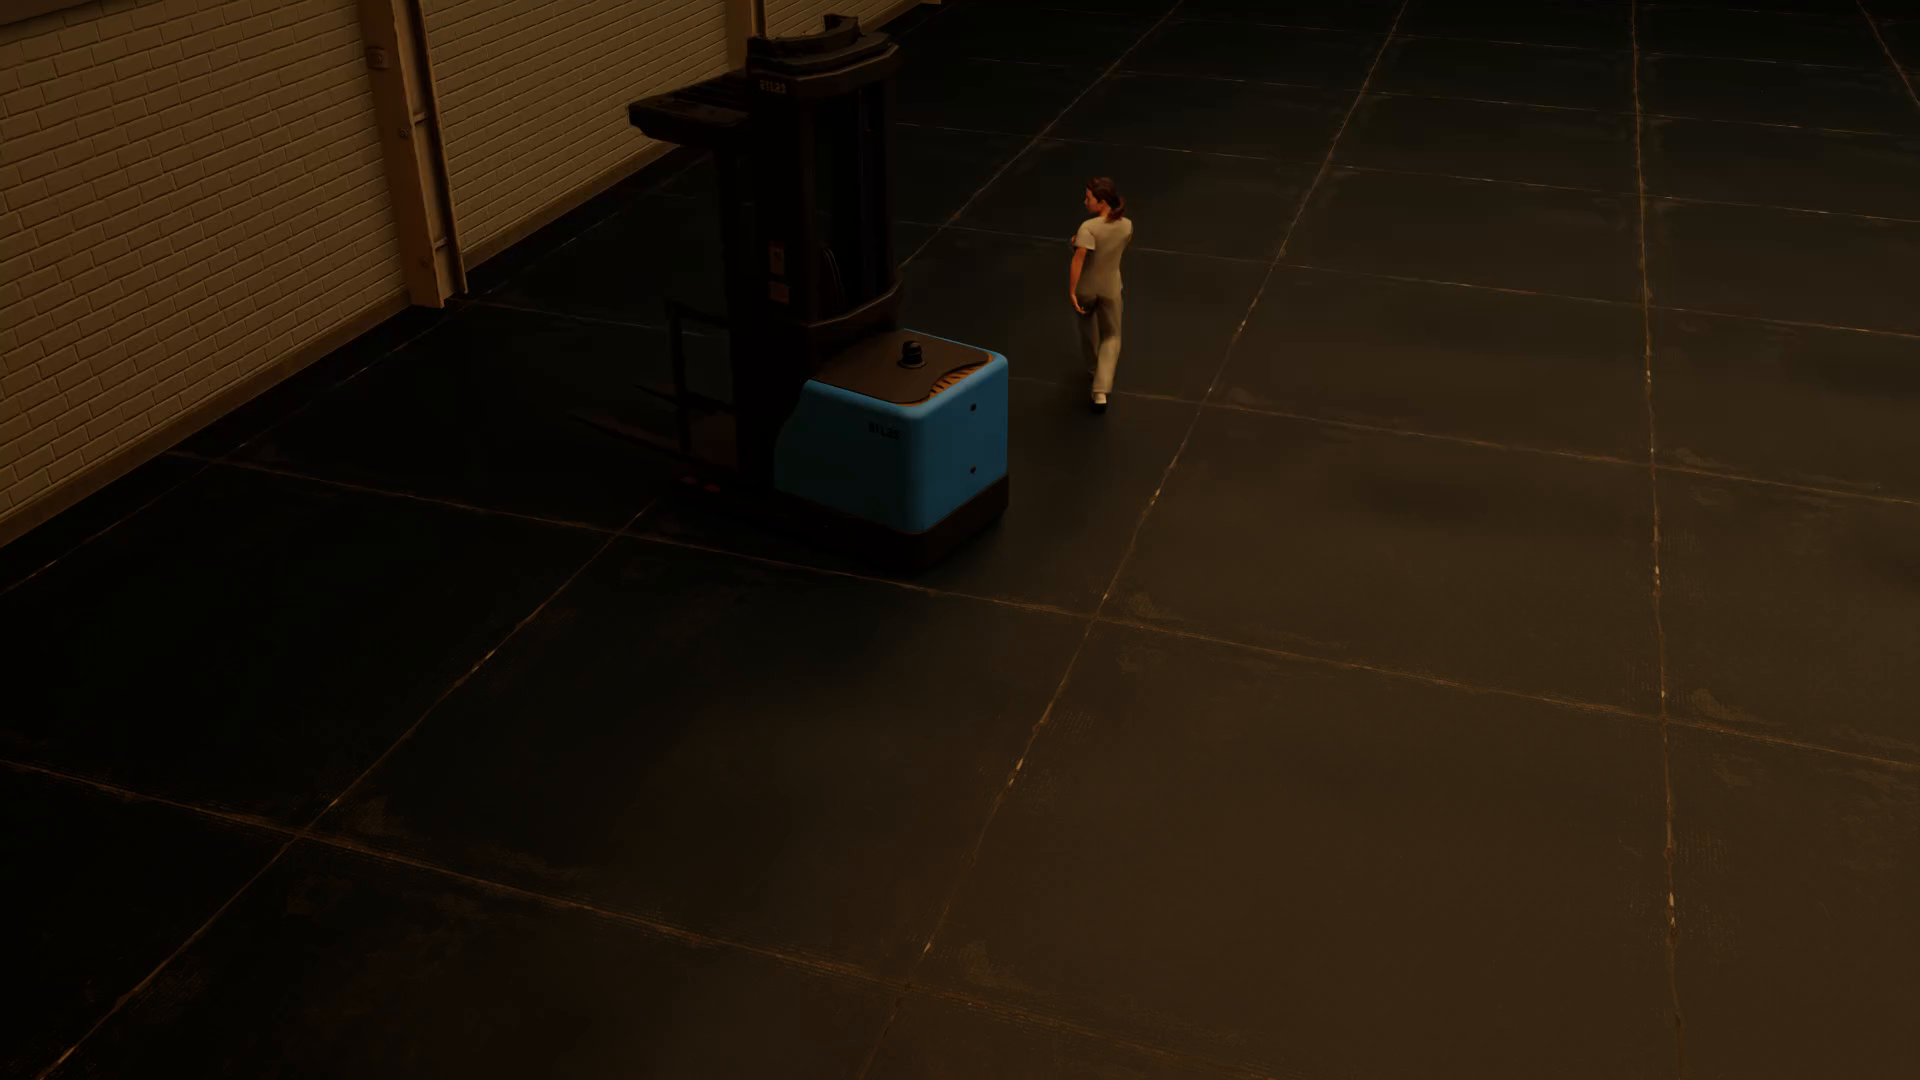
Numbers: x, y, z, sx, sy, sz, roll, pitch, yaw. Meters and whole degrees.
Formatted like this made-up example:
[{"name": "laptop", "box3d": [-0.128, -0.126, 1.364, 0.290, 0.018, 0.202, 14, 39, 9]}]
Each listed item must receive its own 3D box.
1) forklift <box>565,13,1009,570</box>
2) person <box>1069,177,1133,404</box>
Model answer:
[{"name": "forklift", "box3d": [-1.204, -1.650, 10.030, 3.031, 2.935, 1.130, 18, 34, 29]}, {"name": "person", "box3d": [0.963, -1.771, 11.635, 0.461, 1.607, 0.886, -1, 30, -1]}]
